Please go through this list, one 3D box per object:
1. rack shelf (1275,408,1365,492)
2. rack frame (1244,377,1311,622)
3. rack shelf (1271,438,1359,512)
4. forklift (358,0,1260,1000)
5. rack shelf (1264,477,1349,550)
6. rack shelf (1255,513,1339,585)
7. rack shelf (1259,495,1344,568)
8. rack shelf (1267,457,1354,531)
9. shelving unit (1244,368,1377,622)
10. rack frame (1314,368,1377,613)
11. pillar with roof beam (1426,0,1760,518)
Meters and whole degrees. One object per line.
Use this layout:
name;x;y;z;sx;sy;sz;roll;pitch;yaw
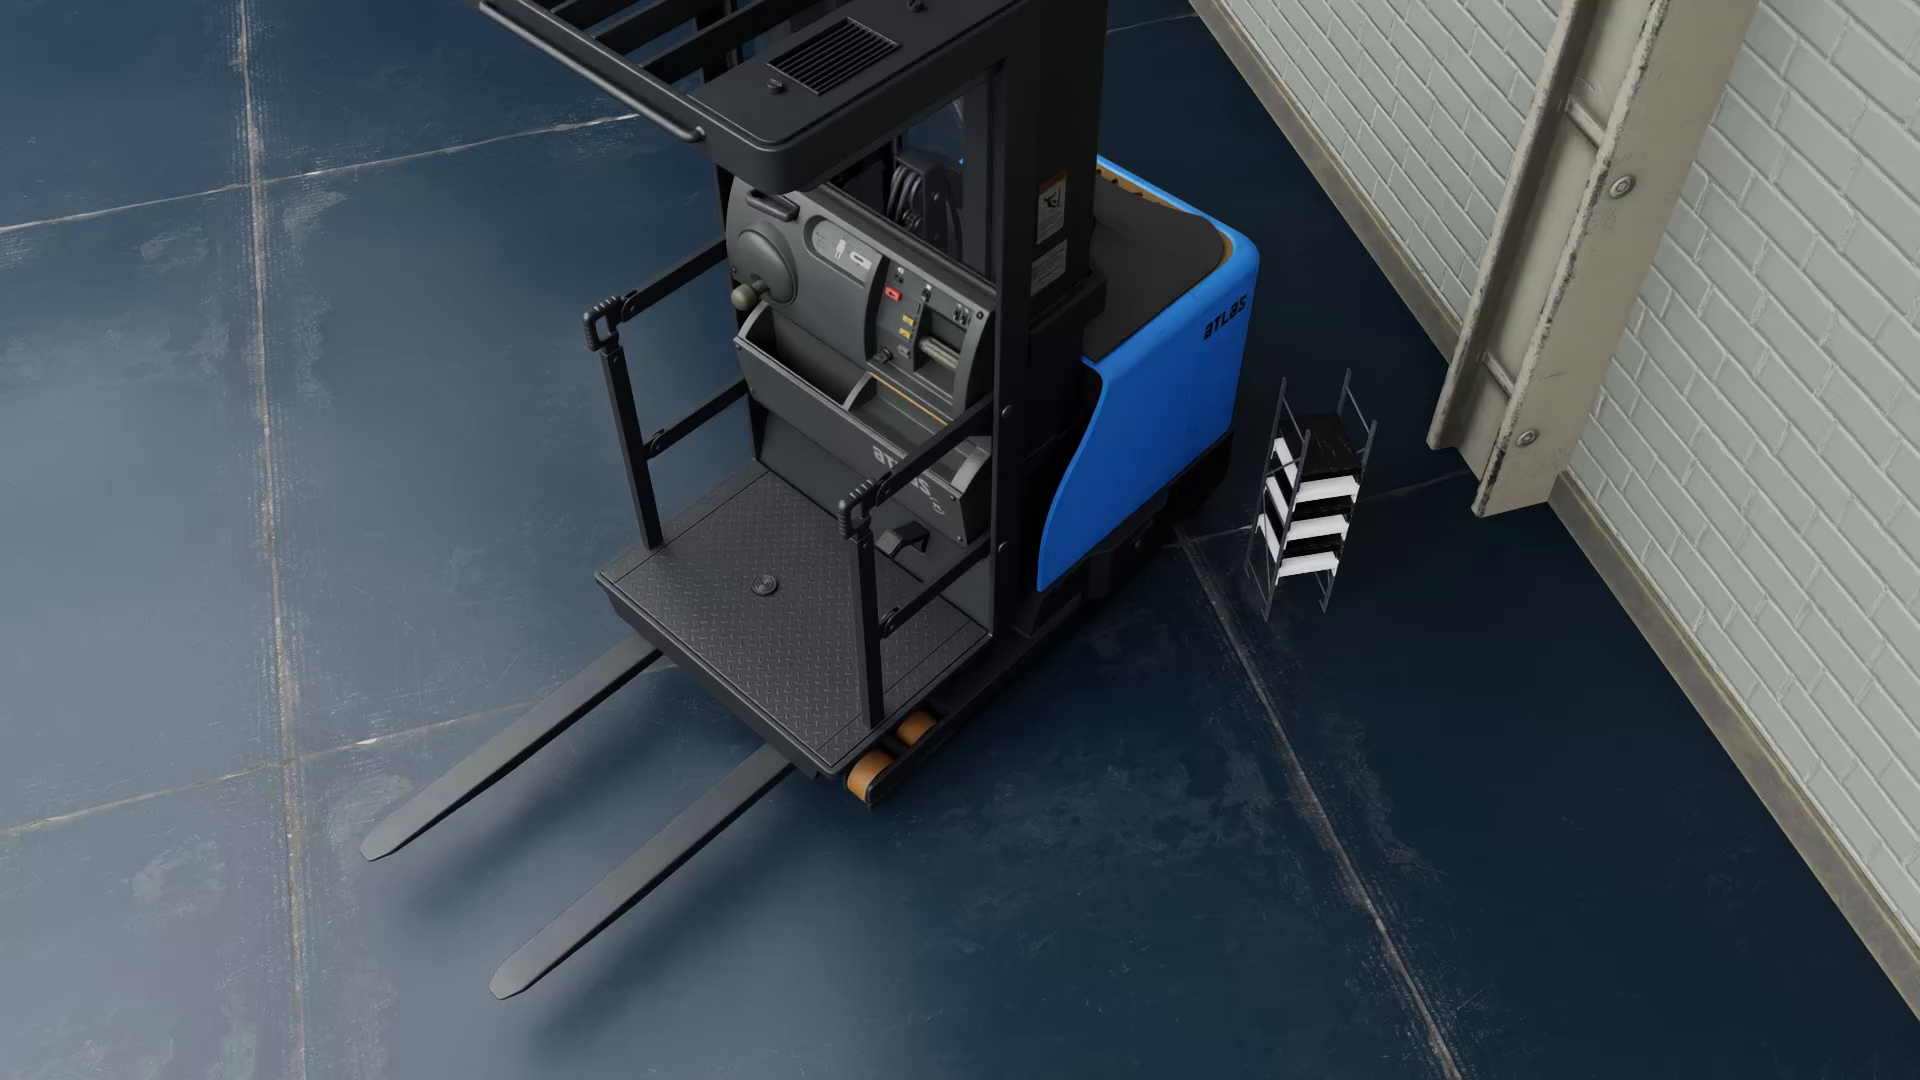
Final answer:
rack shelf;1.094;-0.276;5.084;0.200;0.077;0.258;-9;50;-7
rack frame;0.994;-0.108;5.253;0.006;0.900;0.240;-9;50;-7
rack shelf;1.094;-0.218;5.153;0.200;0.077;0.258;-9;50;-7
forklift;-0.431;-0.593;4.333;1.130;2.935;3.031;36;58;26
rack shelf;1.094;-0.102;5.291;0.200;0.077;0.258;-9;50;-7
rack shelf;1.094;0.014;5.428;0.200;0.077;0.258;-9;50;-7
rack shelf;1.094;-0.044;5.359;0.200;0.077;0.258;-9;50;-7
rack shelf;1.094;-0.160;5.222;0.200;0.077;0.258;-9;50;-7
shelving unit;1.094;-0.123;5.265;0.210;0.900;0.258;-9;50;-7
rack frame;1.193;-0.138;5.278;0.006;0.900;0.240;-9;50;-7
pillar with roof beam;-2.212;-2.184;1.705;9.100;9.000;0.400;-13;51;-11
